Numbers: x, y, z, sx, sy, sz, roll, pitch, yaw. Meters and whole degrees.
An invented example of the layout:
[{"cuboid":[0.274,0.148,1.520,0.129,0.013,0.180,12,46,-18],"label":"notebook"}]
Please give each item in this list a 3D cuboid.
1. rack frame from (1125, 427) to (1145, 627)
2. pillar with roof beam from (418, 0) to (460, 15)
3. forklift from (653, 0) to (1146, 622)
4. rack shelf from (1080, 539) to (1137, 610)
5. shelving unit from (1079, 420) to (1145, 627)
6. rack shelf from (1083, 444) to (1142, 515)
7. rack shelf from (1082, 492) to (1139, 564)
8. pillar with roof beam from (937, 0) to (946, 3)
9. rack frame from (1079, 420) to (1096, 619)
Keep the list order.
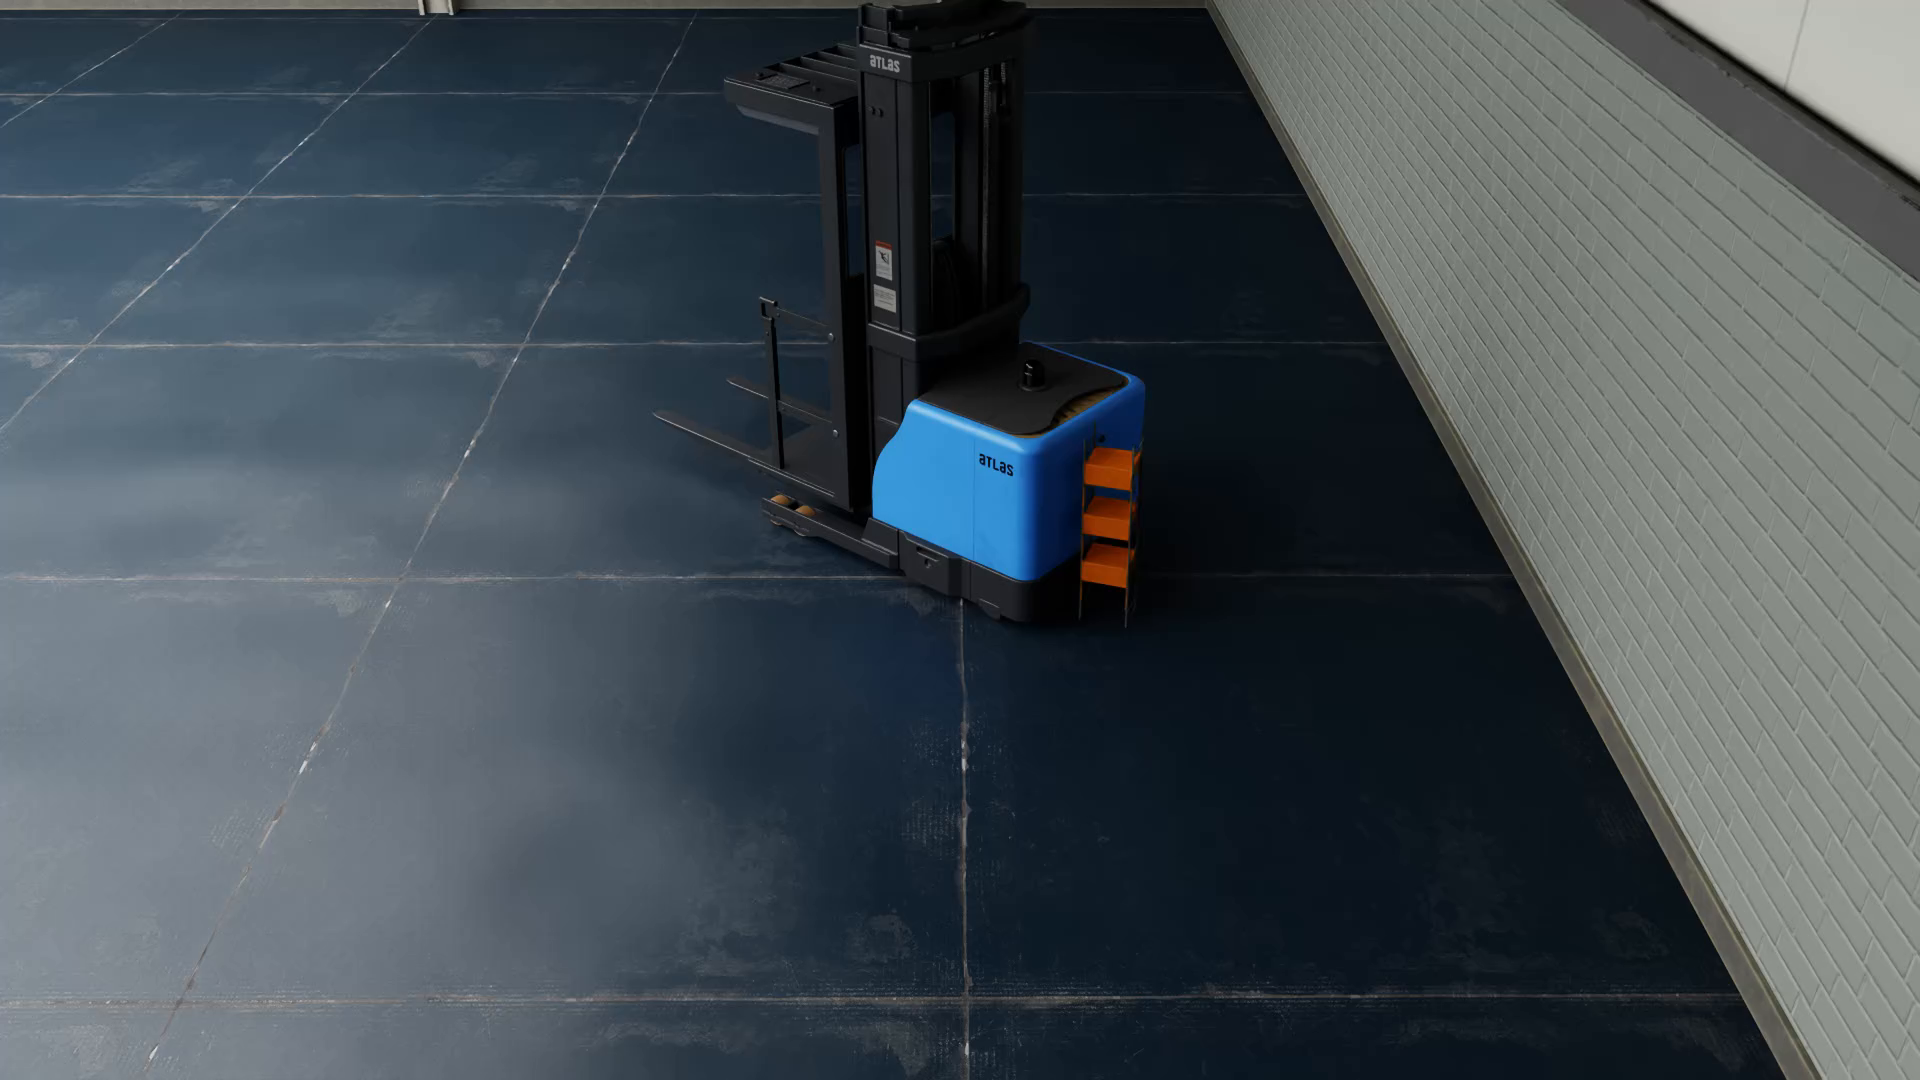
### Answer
[{"cuboid":[0.873,-0.052,8.316,0.008,1.050,0.200,10,33,17],"label":"rack frame"},{"cuboid":[-6.043,-7.787,13.409,0.400,9.000,9.100,0,31,0],"label":"pillar with roof beam"},{"cuboid":[-0.486,-1.462,8.834,3.031,2.935,1.130,23,38,33],"label":"forklift"},{"cuboid":[0.762,0.176,8.501,0.240,0.259,0.215,10,33,17],"label":"rack shelf"},{"cuboid":[0.758,-0.071,8.351,0.252,1.050,0.215,10,33,17],"label":"shelving unit"},{"cuboid":[0.754,-0.305,8.210,0.240,0.259,0.215,10,33,17],"label":"rack shelf"},{"cuboid":[0.758,-0.062,8.357,0.240,0.259,0.215,10,33,17],"label":"rack shelf"},{"cuboid":[-0.044,-7.806,13.440,0.400,9.000,9.100,0,31,0],"label":"pillar with roof beam"},{"cuboid":[0.643,-0.091,8.387,0.008,1.050,0.200,10,33,17],"label":"rack frame"}]
